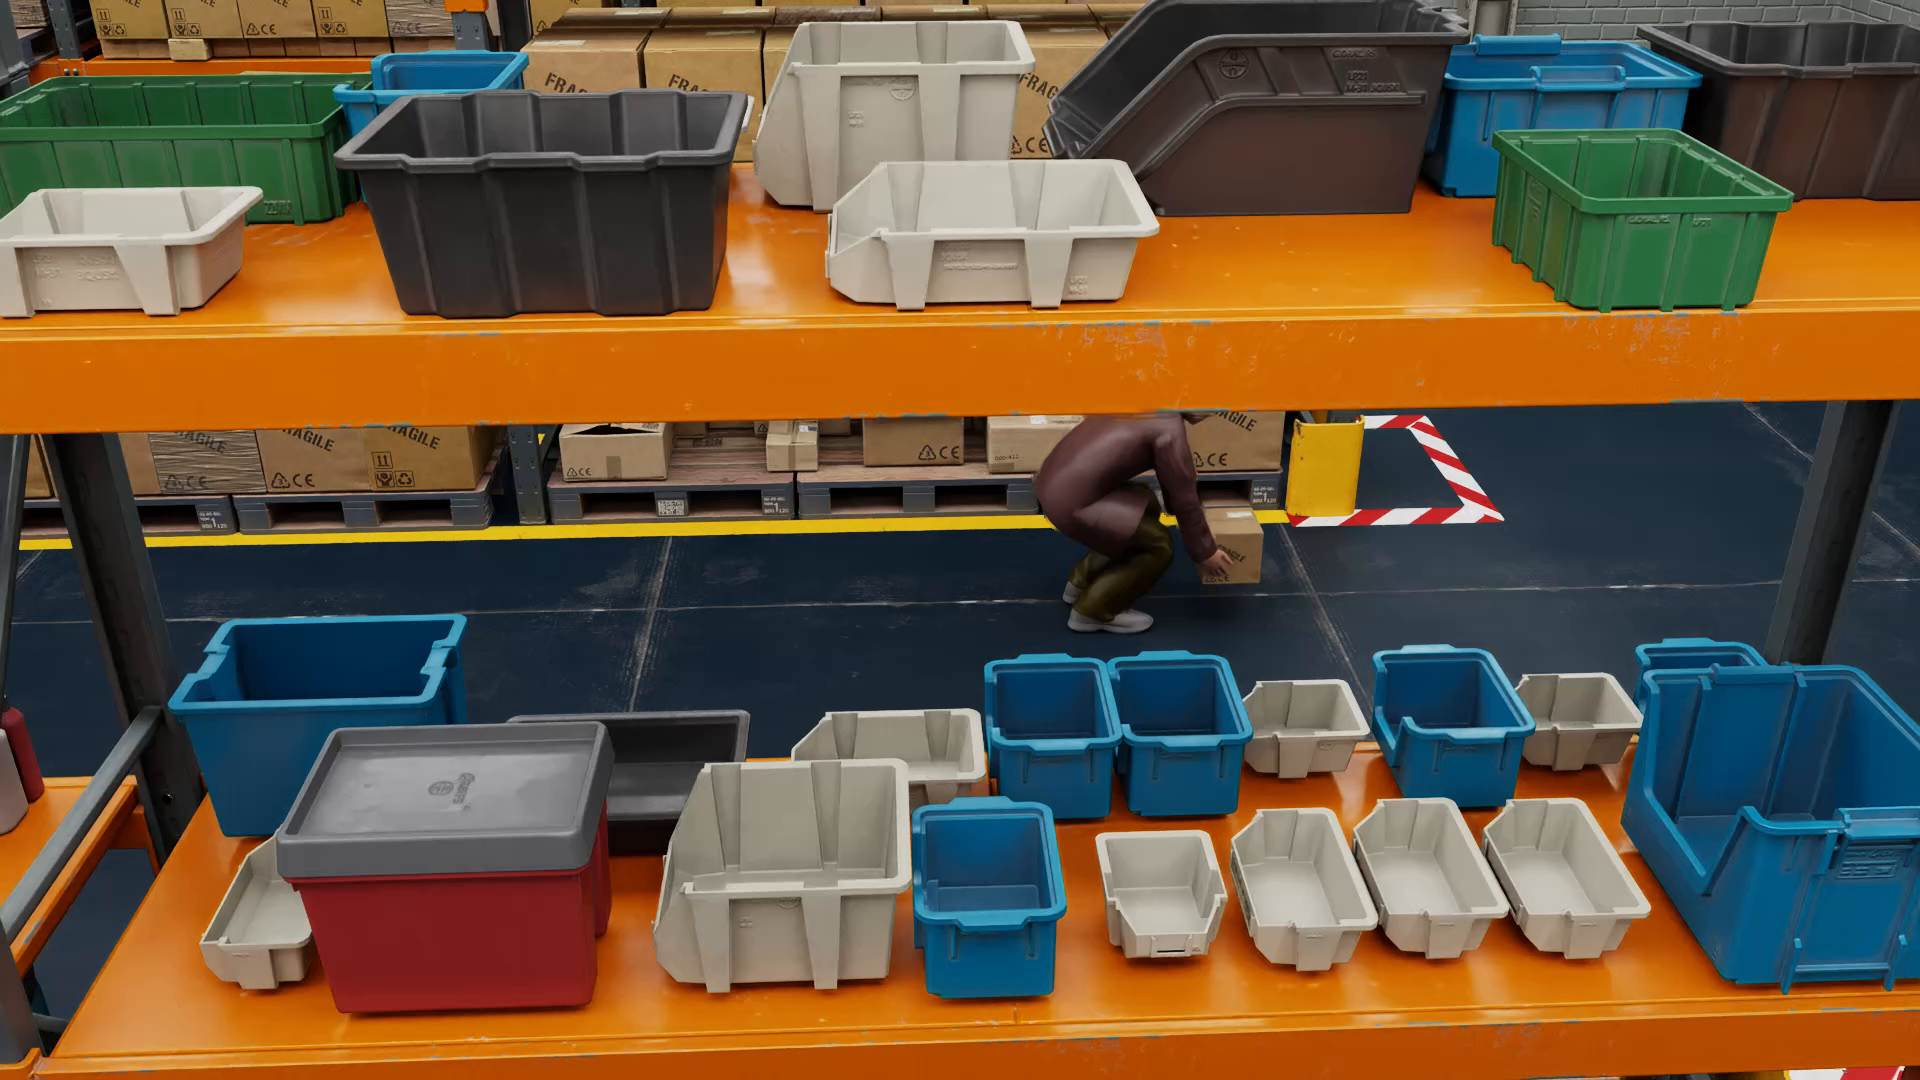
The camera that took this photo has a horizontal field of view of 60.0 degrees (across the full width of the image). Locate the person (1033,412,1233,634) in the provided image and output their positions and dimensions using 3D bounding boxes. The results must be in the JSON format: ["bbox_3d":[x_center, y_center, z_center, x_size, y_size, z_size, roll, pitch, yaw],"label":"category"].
[{"bbox_3d":[0.742,-0.188,7.214,0.852,1.128,0.620,-1,27,-3],"label":"person"}]
